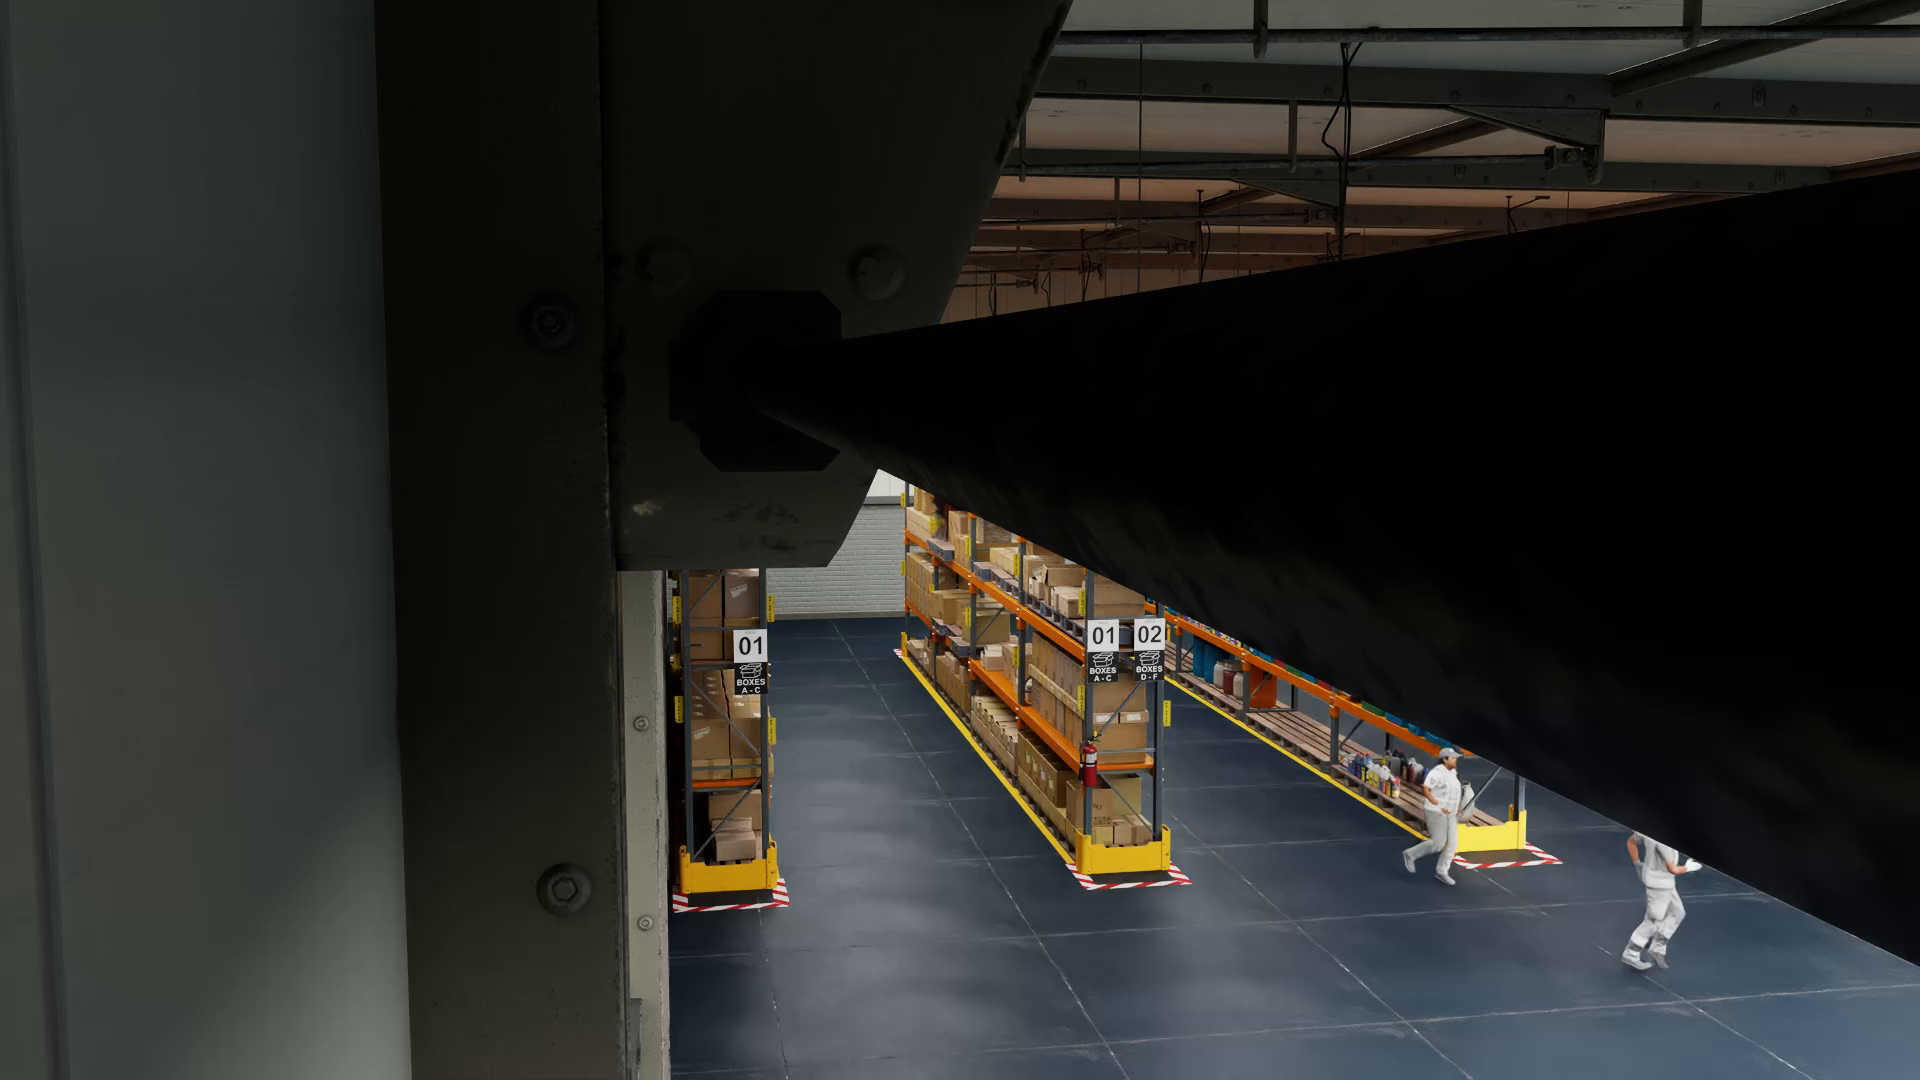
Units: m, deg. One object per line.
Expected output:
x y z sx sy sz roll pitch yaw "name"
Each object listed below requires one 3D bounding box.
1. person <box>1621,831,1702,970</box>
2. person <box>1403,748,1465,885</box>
7.332 3.646 17.371 0.748 1.833 0.655 1 6 13 "person"
5.964 3.393 20.701 0.680 1.646 0.671 -6 8 -44 "person"
